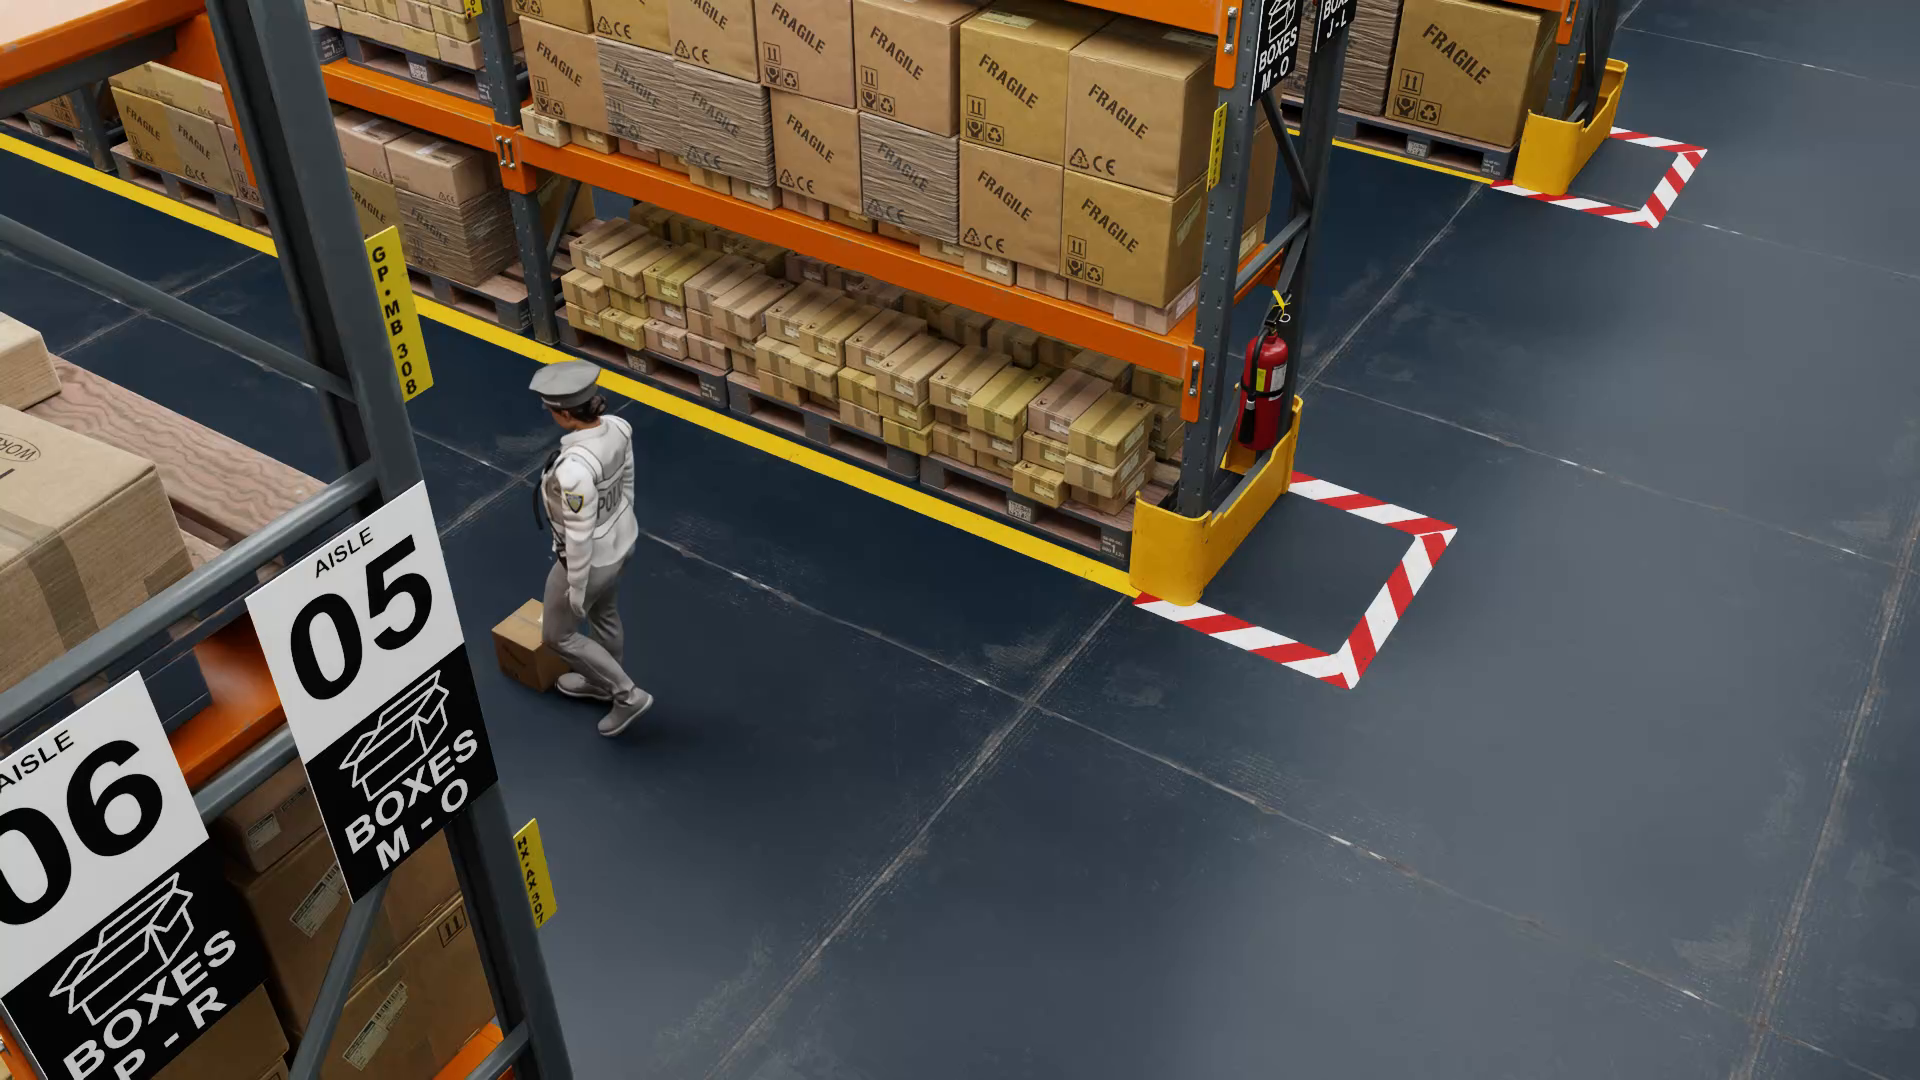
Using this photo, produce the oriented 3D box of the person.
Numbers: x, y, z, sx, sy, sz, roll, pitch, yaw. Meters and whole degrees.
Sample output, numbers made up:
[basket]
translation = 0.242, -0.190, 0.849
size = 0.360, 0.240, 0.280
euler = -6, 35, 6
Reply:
[person]
translation = -1.484, 0.043, 6.589
size = 0.537, 1.659, 0.511
euler = 10, 40, 12
